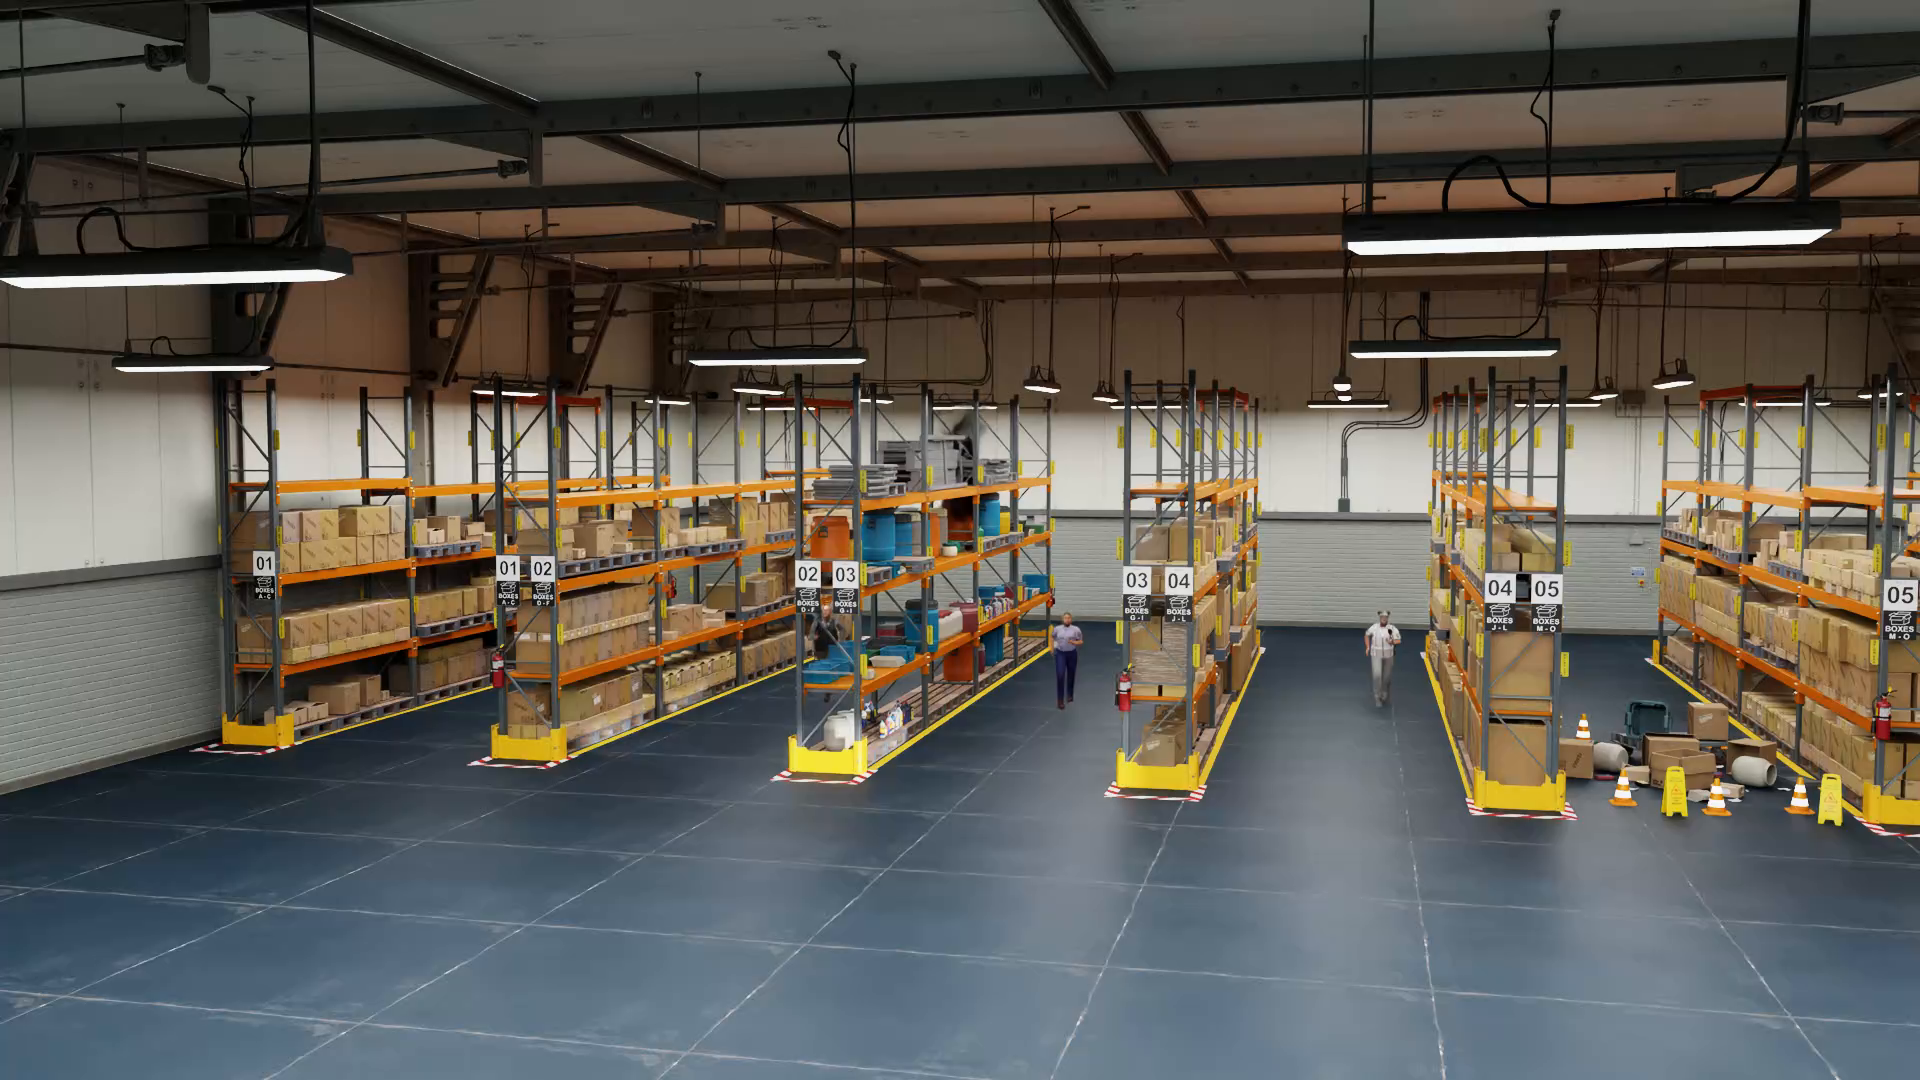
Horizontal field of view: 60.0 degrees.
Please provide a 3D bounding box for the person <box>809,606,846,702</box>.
[{"bbox_3d":[-2.477,2.091,30.799,0.657,1.744,0.939,0,3,6],"label":"person"}]

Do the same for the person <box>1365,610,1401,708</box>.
[{"bbox_3d":[7.994,2.220,31.428,0.646,1.822,0.878,1,3,9],"label":"person"}]

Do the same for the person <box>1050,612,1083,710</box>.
[{"bbox_3d":[1.908,2.143,29.805,0.579,1.710,0.741,0,3,-1],"label":"person"}]
